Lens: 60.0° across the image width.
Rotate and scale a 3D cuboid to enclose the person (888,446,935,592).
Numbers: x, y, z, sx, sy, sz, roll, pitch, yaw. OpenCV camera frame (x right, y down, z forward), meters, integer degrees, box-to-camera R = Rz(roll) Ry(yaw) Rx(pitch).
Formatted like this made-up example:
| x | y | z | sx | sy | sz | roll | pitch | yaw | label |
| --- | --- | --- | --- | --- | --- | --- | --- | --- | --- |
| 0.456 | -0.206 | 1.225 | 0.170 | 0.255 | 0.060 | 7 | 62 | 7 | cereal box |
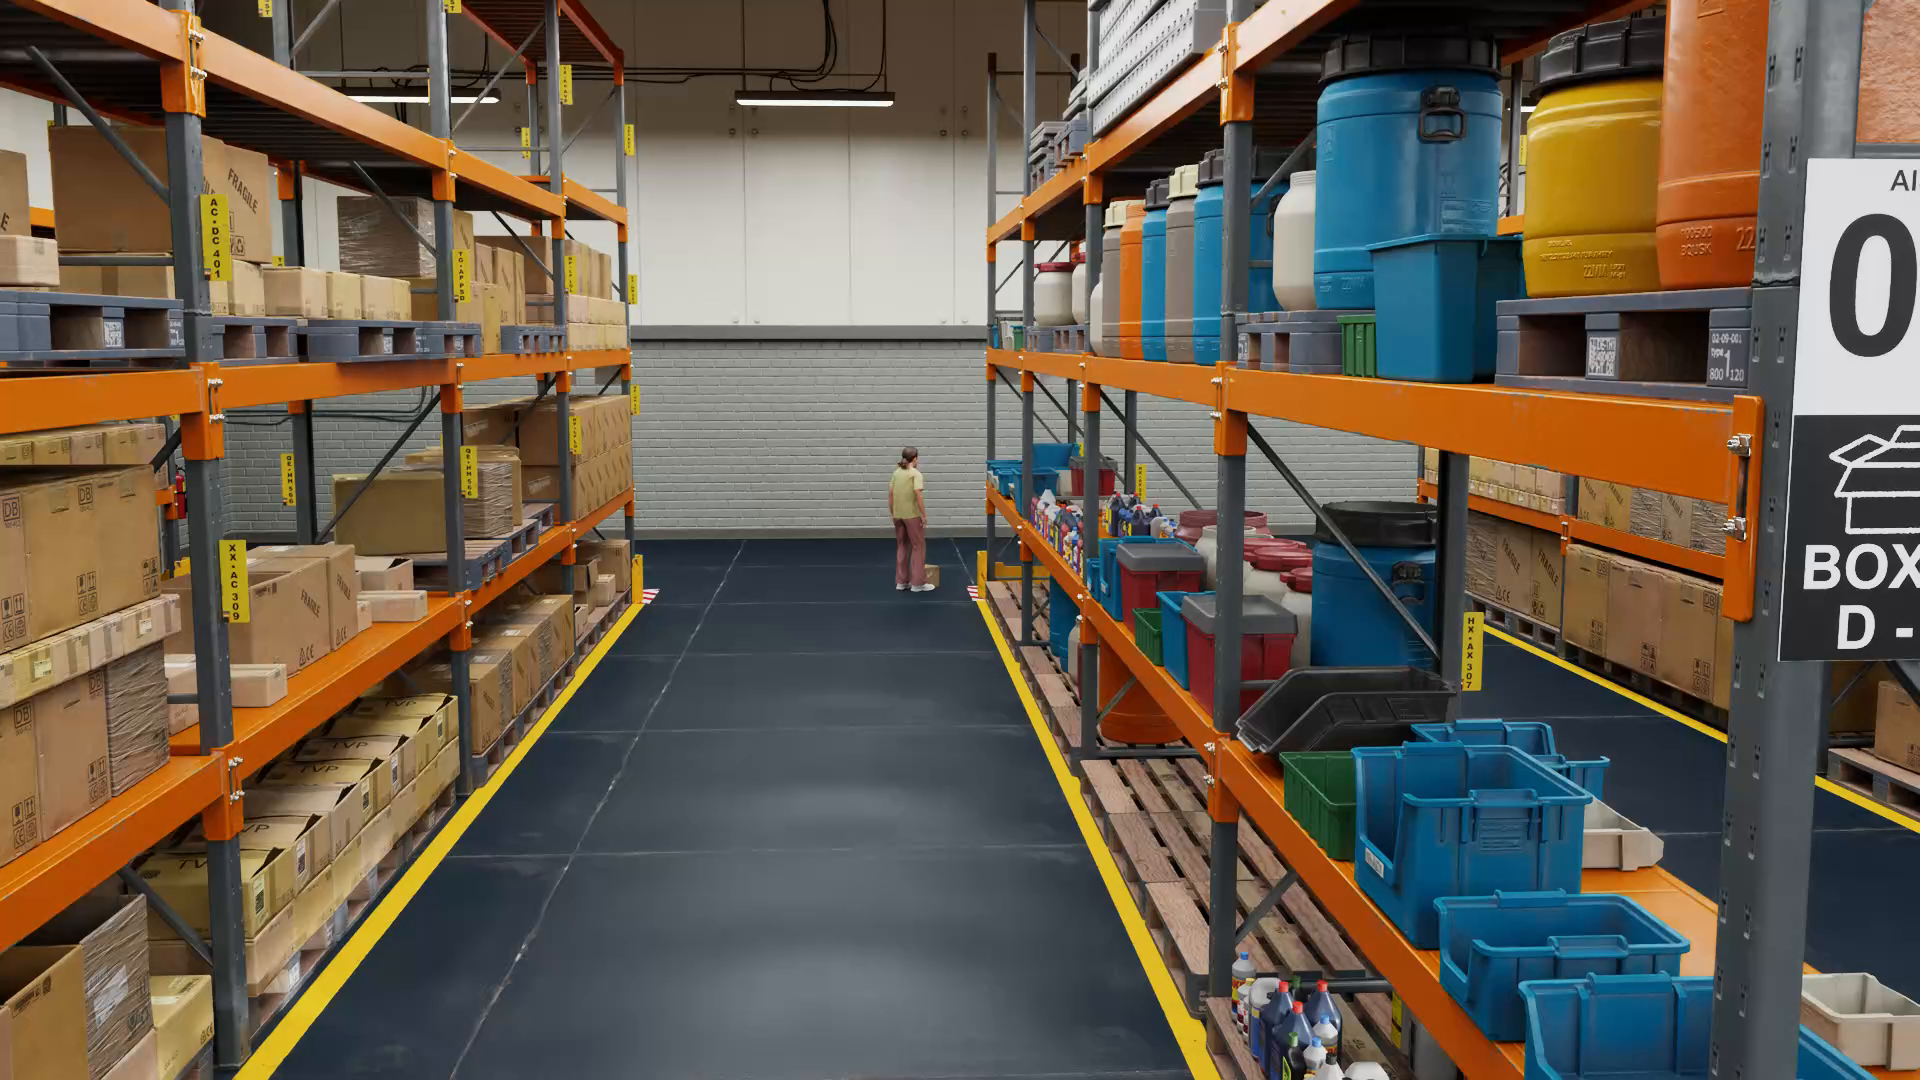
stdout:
| x | y | z | sx | sy | sz | roll | pitch | yaw | label |
| --- | --- | --- | --- | --- | --- | --- | --- | --- | --- |
| -0.586 | -0.251 | 19.323 | 0.520 | 1.671 | 0.364 | 5 | 9 | 37 | person |
